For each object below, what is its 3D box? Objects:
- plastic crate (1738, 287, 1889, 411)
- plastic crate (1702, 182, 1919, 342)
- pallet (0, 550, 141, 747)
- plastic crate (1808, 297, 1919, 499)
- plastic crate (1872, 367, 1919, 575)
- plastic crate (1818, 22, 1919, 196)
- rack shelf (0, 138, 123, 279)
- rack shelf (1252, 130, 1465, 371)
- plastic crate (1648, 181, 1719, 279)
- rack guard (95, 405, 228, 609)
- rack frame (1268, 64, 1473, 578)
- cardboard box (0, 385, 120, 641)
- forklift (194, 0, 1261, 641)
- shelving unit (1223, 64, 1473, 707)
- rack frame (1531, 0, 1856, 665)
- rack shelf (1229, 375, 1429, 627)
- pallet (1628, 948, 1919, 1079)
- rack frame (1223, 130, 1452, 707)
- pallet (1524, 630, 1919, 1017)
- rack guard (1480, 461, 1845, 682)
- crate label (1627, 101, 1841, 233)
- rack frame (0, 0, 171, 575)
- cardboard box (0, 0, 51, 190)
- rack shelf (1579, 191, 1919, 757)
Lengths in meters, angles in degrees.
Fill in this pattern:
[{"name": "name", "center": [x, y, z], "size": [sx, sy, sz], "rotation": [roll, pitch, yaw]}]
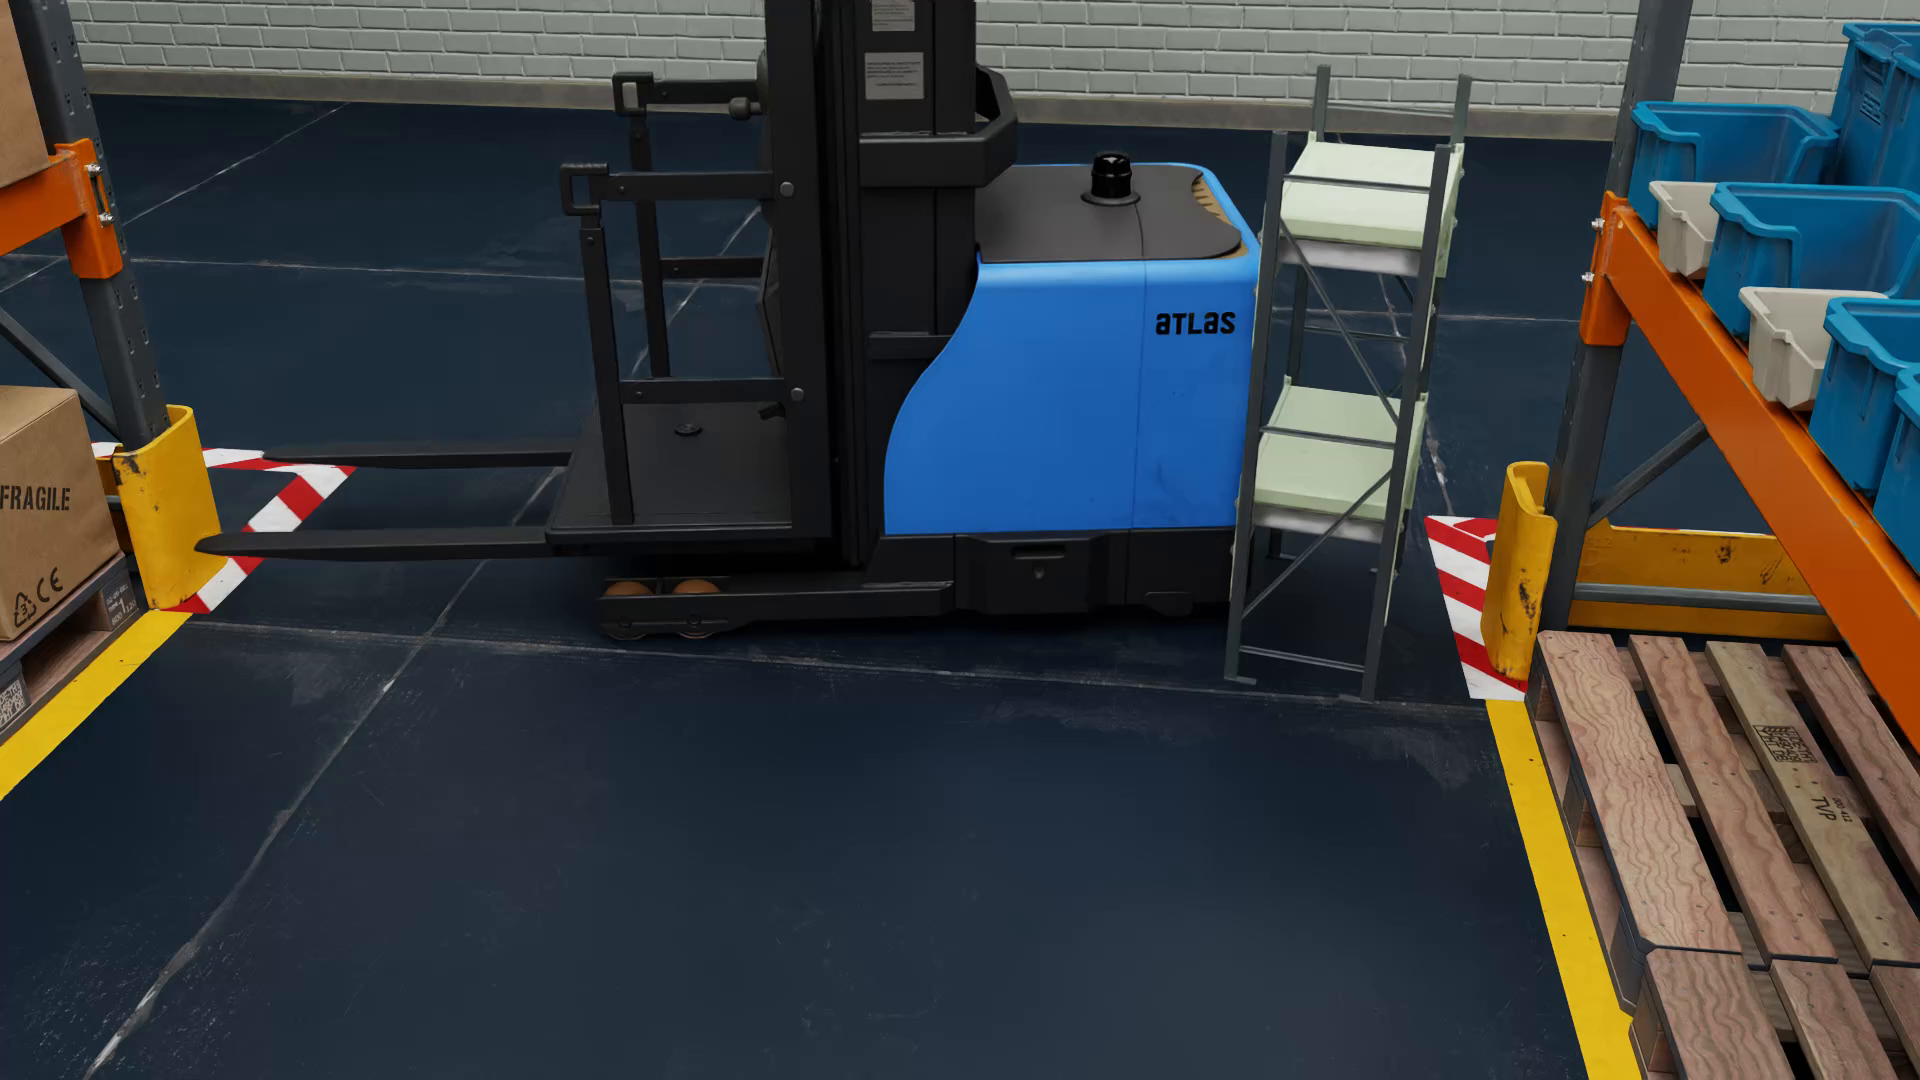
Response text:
[{"name": "plastic crate", "center": [1.513, -0.323, 2.901], "size": [0.250, 0.136, 0.298], "rotation": [3, 28, 6]}, {"name": "plastic crate", "center": [1.637, -0.521, 3.167], "size": [0.416, 0.233, 0.300], "rotation": [3, 28, 6]}, {"name": "pallet", "center": [-2.947, 0.374, 4.333], "size": [1.003, 0.211, 1.213], "rotation": [3, 28, 6]}, {"name": "plastic crate", "center": [1.557, -0.211, 2.592], "size": [0.416, 0.233, 0.300], "rotation": [3, 28, 6]}, {"name": "plastic crate", "center": [1.520, -0.069, 2.329], "size": [0.416, 0.233, 0.300], "rotation": [3, 28, 6]}, {"name": "plastic crate", "center": [2.219, -0.848, 3.562], "size": [0.616, 0.435, 0.499], "rotation": [3, 28, 6]}, {"name": "rack shelf", "center": [-3.086, -0.006, 2.858], "size": [1.077, 0.370, 4.000], "rotation": [3, 28, 6]}, {"name": "rack shelf", "center": [1.029, -0.760, 4.257], "size": [0.431, 0.370, 0.720], "rotation": [9, 30, 16]}, {"name": "plastic crate", "center": [1.597, -0.642, 3.494], "size": [0.250, 0.136, 0.298], "rotation": [3, 28, 6]}, {"name": "rack guard", "center": [-2.850, -0.128, 4.961], "size": [1.175, 0.500, 0.348], "rotation": [3, 28, 6]}, {"name": "rack frame", "center": [1.147, -0.581, 4.747], "size": [0.400, 1.500, 0.023], "rotation": [9, 30, 16]}, {"name": "cardboard box", "center": [-2.663, -0.087, 4.421], "size": [0.500, 0.500, 0.500], "rotation": [3, 28, 6]}, {"name": "forklift", "center": [-0.688, -1.262, 4.502], "size": [3.031, 2.935, 1.130], "rotation": [-1, 28, -3]}, {"name": "shelving unit", "center": [1.029, -0.416, 4.442], "size": [0.431, 1.500, 0.755], "rotation": [9, 30, 16]}, {"name": "rack frame", "center": [2.075, -0.975, 3.897], "size": [1.000, 3.000, 0.127], "rotation": [3, 28, 6]}, {"name": "rack shelf", "center": [1.029, -0.129, 4.596], "size": [0.431, 0.370, 0.720], "rotation": [9, 30, 16]}, {"name": "pallet", "center": [1.783, 1.211, 2.779], "size": [1.003, 0.211, 1.213], "rotation": [3, 28, 6]}, {"name": "rack frame", "center": [0.912, -0.252, 4.137], "size": [0.400, 1.500, 0.023], "rotation": [9, 30, 16]}, {"name": "pallet", "center": [1.935, 0.639, 3.842], "size": [1.003, 0.211, 1.213], "rotation": [3, 28, 6]}, {"name": "rack guard", "center": [2.065, 0.114, 4.512], "size": [1.175, 0.500, 0.348], "rotation": [3, 28, 6]}, {"name": "crate label", "center": [1.718, -0.830, 3.742], "size": [0.416, 0.233, 0.303], "rotation": [3, 28, 6]}, {"name": "rack frame", "center": [-2.841, -1.264, 4.434], "size": [1.000, 3.000, 0.127], "rotation": [3, 28, 6]}, {"name": "cardboard box", "center": [-2.625, -1.082, 3.990], "size": [0.500, 0.500, 0.500], "rotation": [4, 29, 8]}, {"name": "rack shelf", "center": [1.830, 0.283, 2.320], "size": [1.077, 0.370, 4.000], "rotation": [3, 28, 6]}]
